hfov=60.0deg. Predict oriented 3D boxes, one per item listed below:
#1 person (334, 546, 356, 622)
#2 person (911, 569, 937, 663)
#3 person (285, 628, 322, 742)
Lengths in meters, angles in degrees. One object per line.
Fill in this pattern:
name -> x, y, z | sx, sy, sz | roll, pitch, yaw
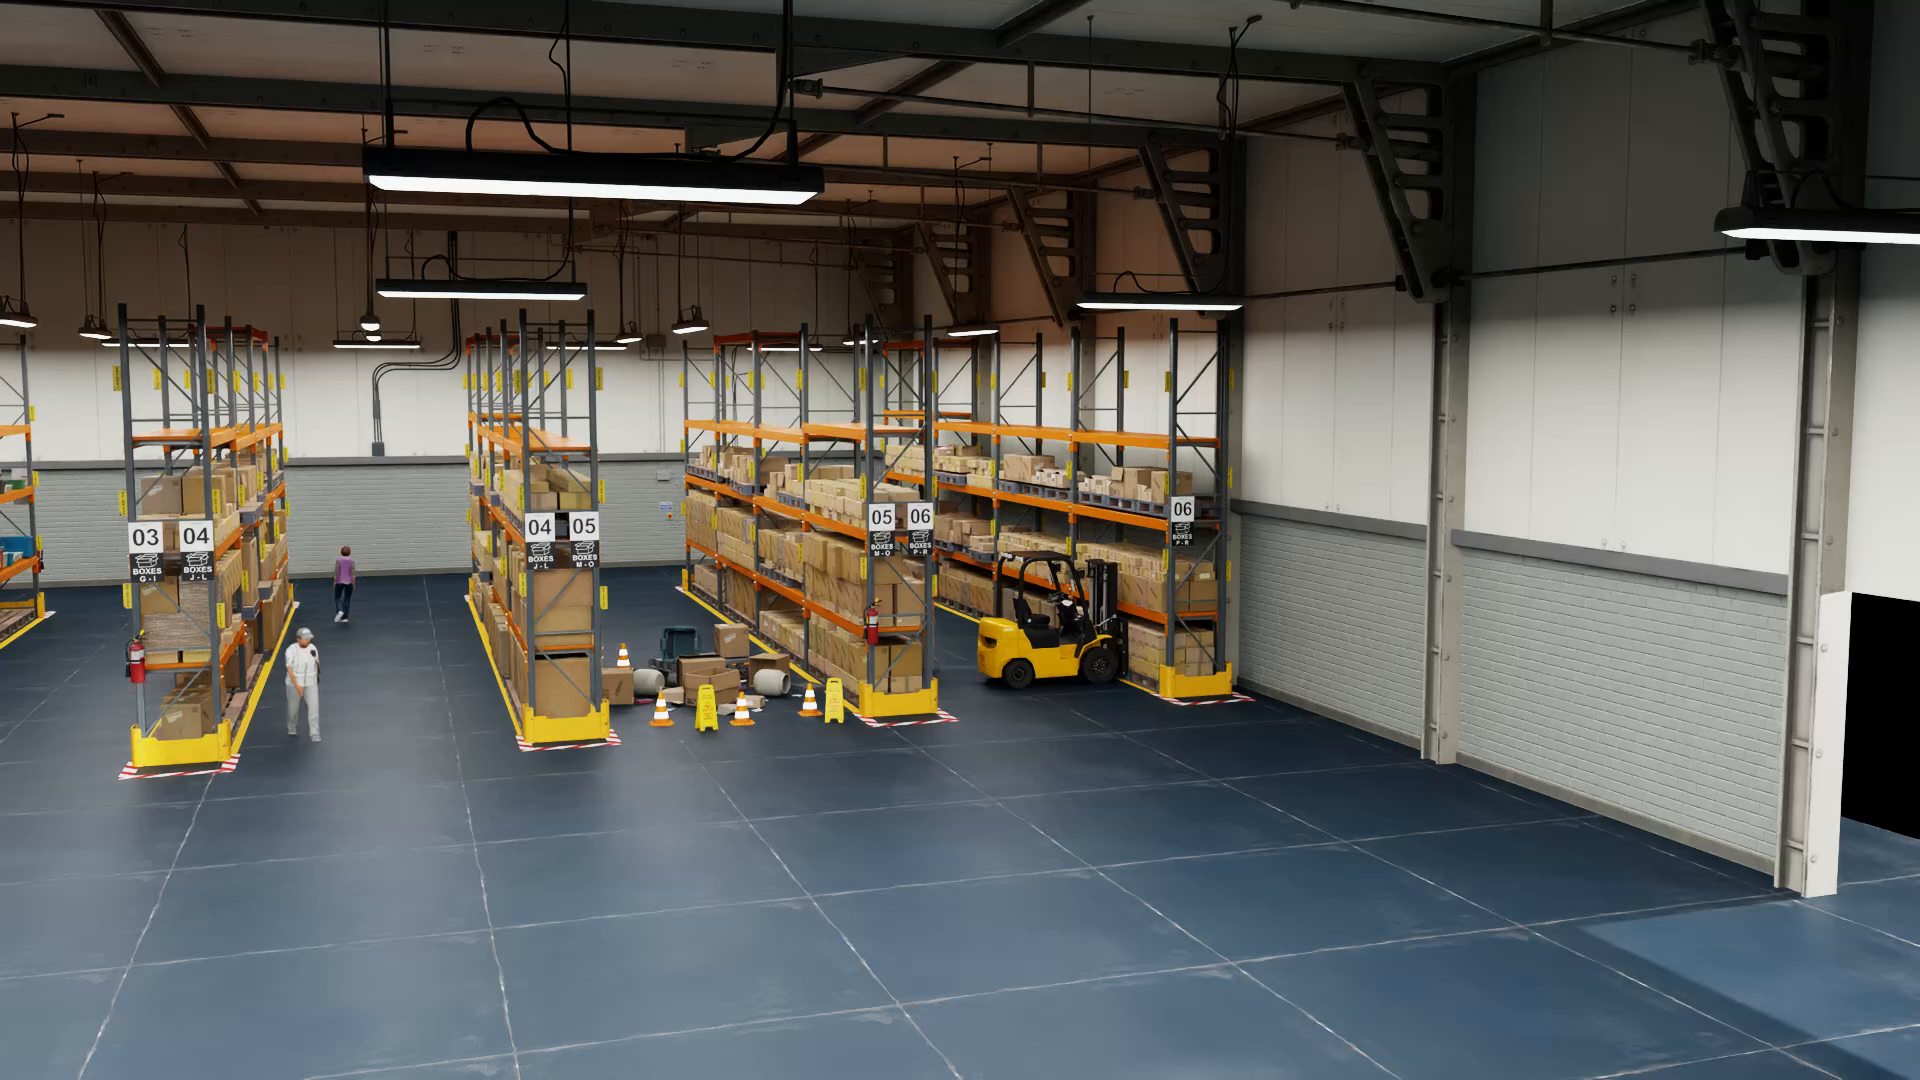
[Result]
person -> -12.794, 0.923, 34.579 | 0.444, 1.597, 0.481 | -2, 6, -18
person -> -0.706, 1.376, 29.174 | 0.596, 1.715, 0.494 | -1, 6, -11
person -> -9.153, 2.006, 23.209 | 0.468, 1.574, 1.095 | -4, 7, -34
